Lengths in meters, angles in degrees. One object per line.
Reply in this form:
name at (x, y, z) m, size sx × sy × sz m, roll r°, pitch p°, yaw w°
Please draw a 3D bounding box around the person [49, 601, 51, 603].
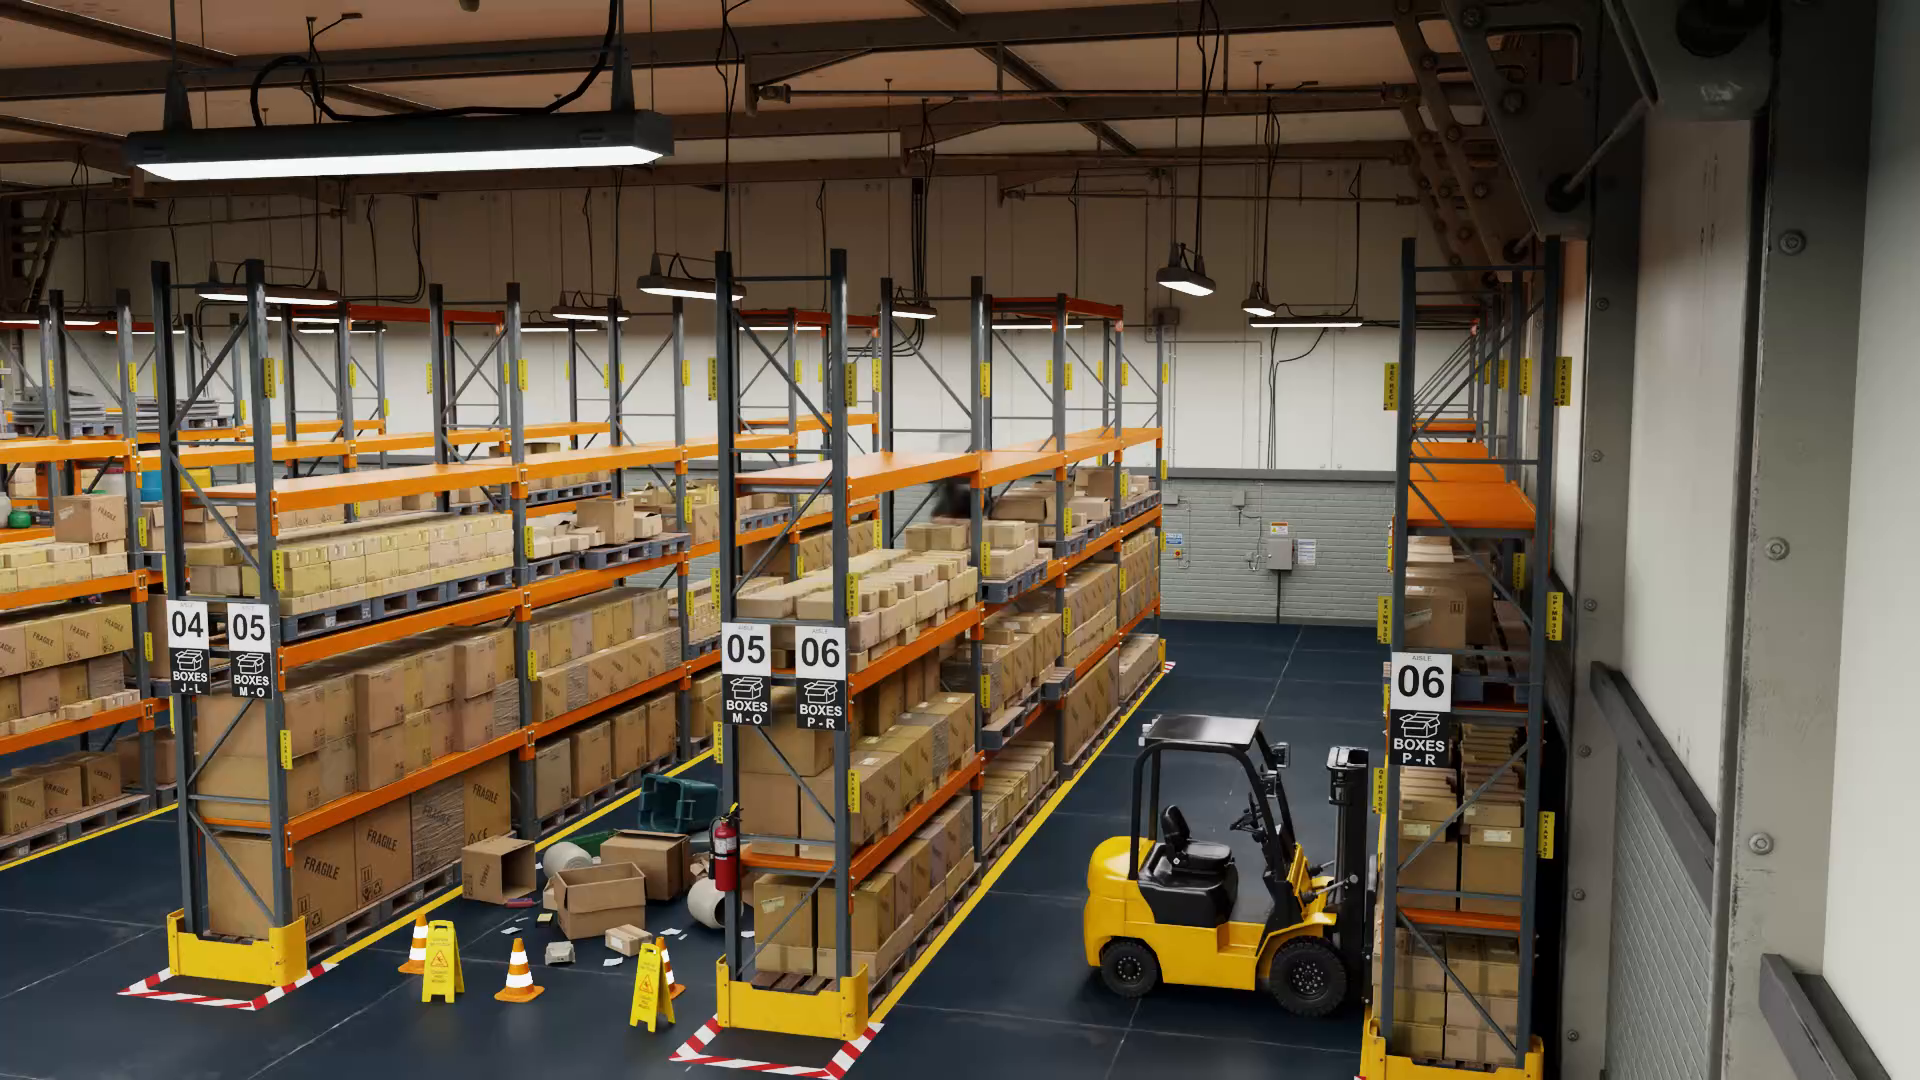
person at (-15.408, 1.441, 27.495) m, size 0.556 × 1.714 × 0.714 m, roll 1°, pitch 6°, yaw 7°
